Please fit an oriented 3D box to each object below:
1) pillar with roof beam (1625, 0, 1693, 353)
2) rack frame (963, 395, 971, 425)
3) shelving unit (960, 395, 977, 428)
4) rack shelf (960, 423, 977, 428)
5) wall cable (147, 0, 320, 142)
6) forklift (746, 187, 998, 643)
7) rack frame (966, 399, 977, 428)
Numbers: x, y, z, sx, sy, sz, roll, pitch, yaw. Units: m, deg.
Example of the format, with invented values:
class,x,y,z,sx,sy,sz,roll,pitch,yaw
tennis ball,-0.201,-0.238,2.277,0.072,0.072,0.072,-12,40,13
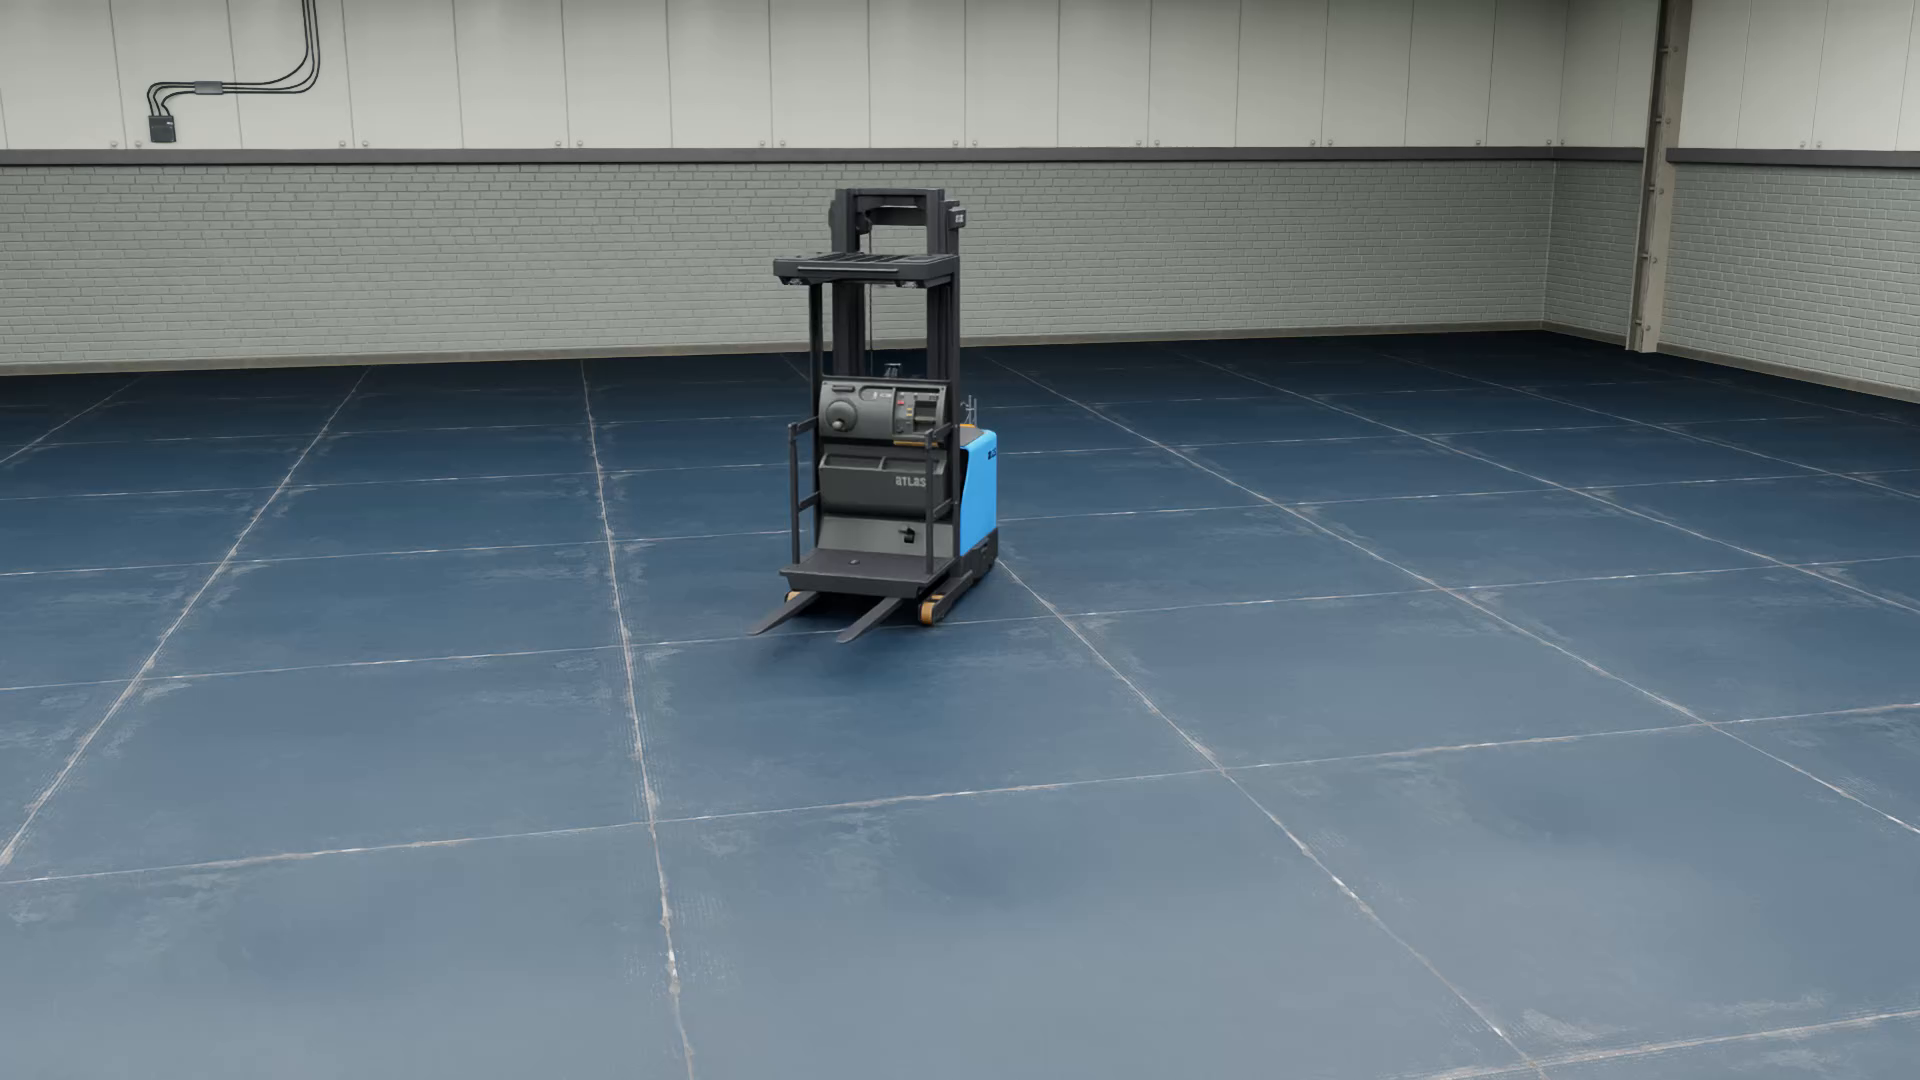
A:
class,x,y,z,sx,sy,sz,roll,pitch,yaw
pillar with roof beam,6.502,-7.099,24.022,9.100,9.000,0.400,-3,14,-13
rack frame,-0.025,-0.607,13.885,0.240,1.200,0.006,-3,14,-13
shelving unit,-0.003,-0.586,13.798,0.258,1.200,0.189,-3,14,-13
rack shelf,-0.003,-0.893,13.723,0.258,0.103,0.180,-3,14,-13
wall cable,-10.107,-8.514,22.648,2.305,6.003,0.169,-3,14,-13
forklift,-0.608,-0.935,11.579,1.130,2.935,3.031,4,14,16
rack frame,0.018,-0.565,13.712,0.240,1.200,0.006,-3,14,-13
